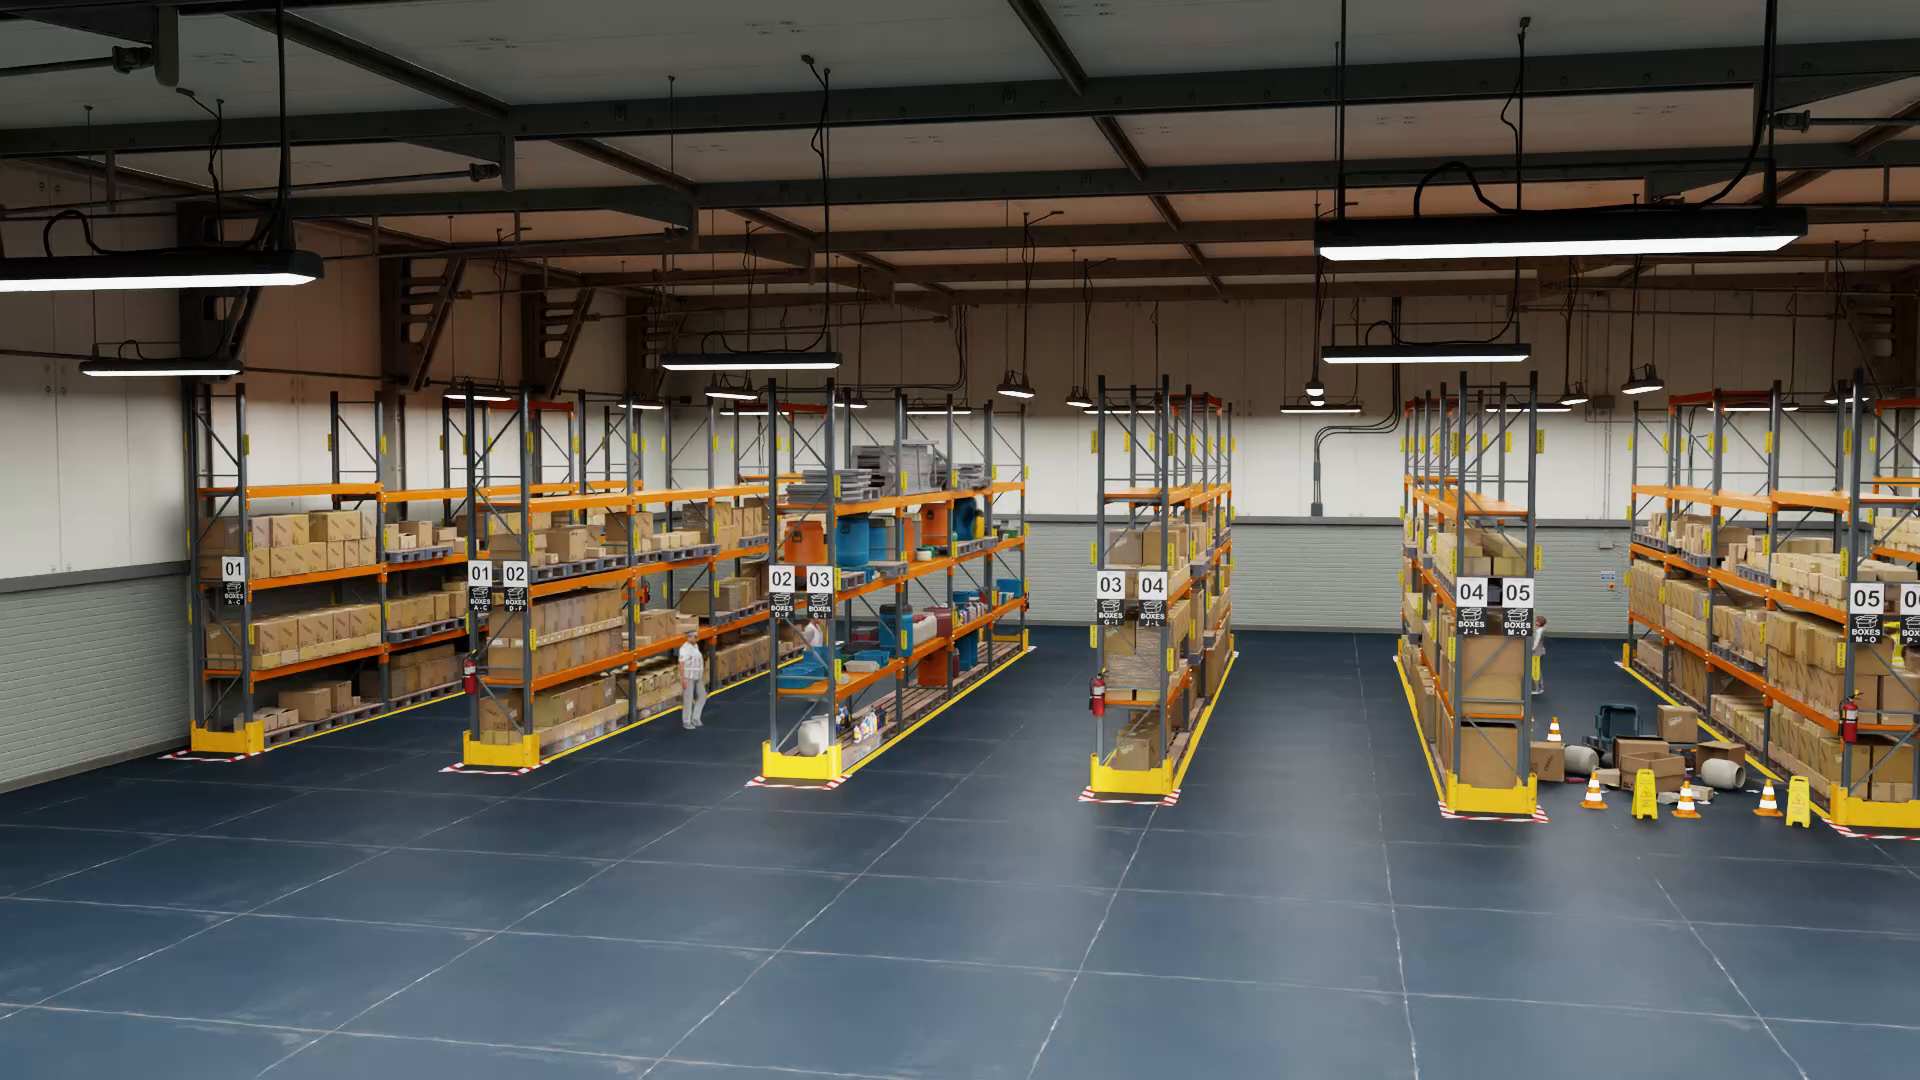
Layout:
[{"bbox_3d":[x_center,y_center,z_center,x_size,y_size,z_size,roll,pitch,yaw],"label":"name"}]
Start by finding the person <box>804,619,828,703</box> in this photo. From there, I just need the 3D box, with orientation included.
[{"bbox_3d":[-2.816,2.263,32.294,0.406,1.789,0.606,1,4,22],"label":"person"}]

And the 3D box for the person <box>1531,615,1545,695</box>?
[{"bbox_3d":[11.533,2.313,33.323,0.487,1.624,0.334,-3,4,-38],"label":"person"}]

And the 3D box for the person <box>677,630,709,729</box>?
[{"bbox_3d":[-4.736,2.465,29.332,0.530,1.754,0.652,2,4,34],"label":"person"}]

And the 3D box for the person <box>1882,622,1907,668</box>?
[{"bbox_3d":[17.181,2.332,30.805,0.667,1.786,0.766,0,3,-5],"label":"person"}]
